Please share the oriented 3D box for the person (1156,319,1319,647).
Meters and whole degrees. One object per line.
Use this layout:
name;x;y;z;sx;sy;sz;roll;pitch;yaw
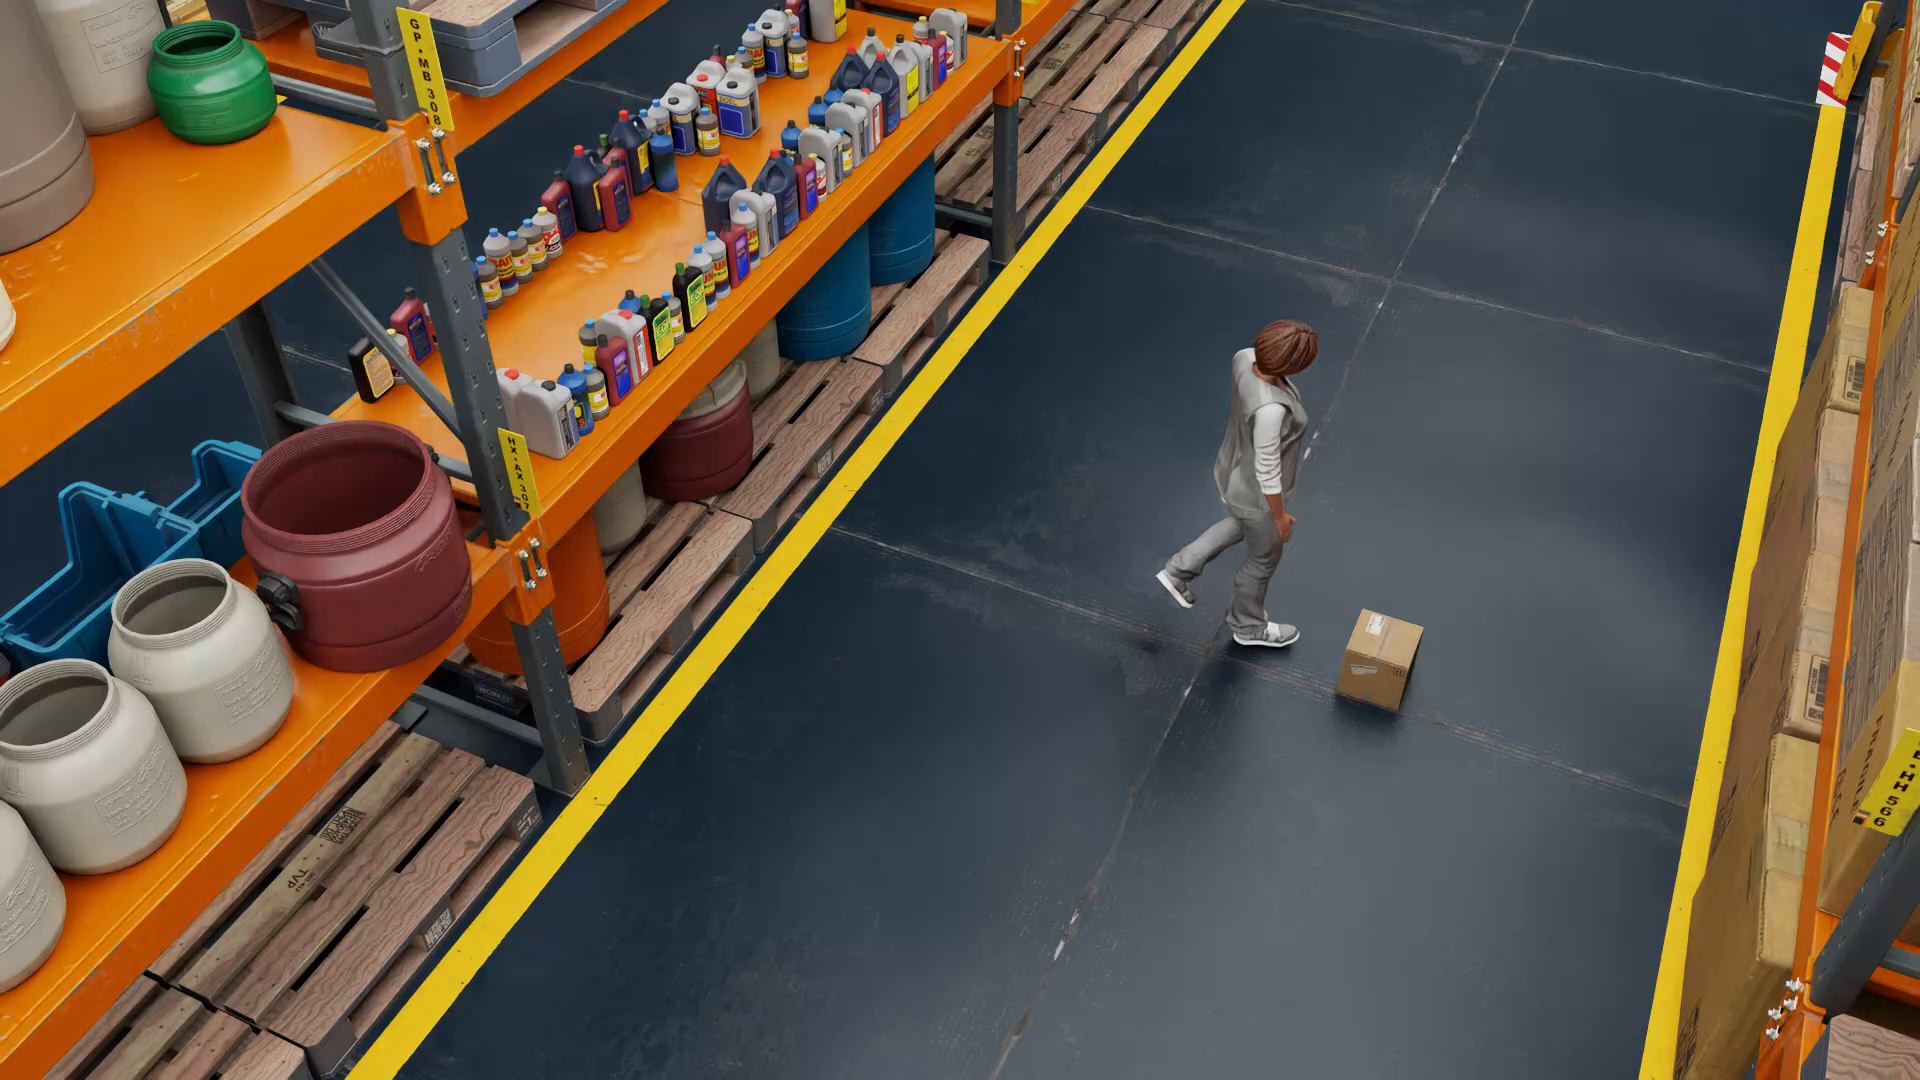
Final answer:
person;1.100;-0.192;6.385;0.580;1.535;0.447;-4;43;-5
